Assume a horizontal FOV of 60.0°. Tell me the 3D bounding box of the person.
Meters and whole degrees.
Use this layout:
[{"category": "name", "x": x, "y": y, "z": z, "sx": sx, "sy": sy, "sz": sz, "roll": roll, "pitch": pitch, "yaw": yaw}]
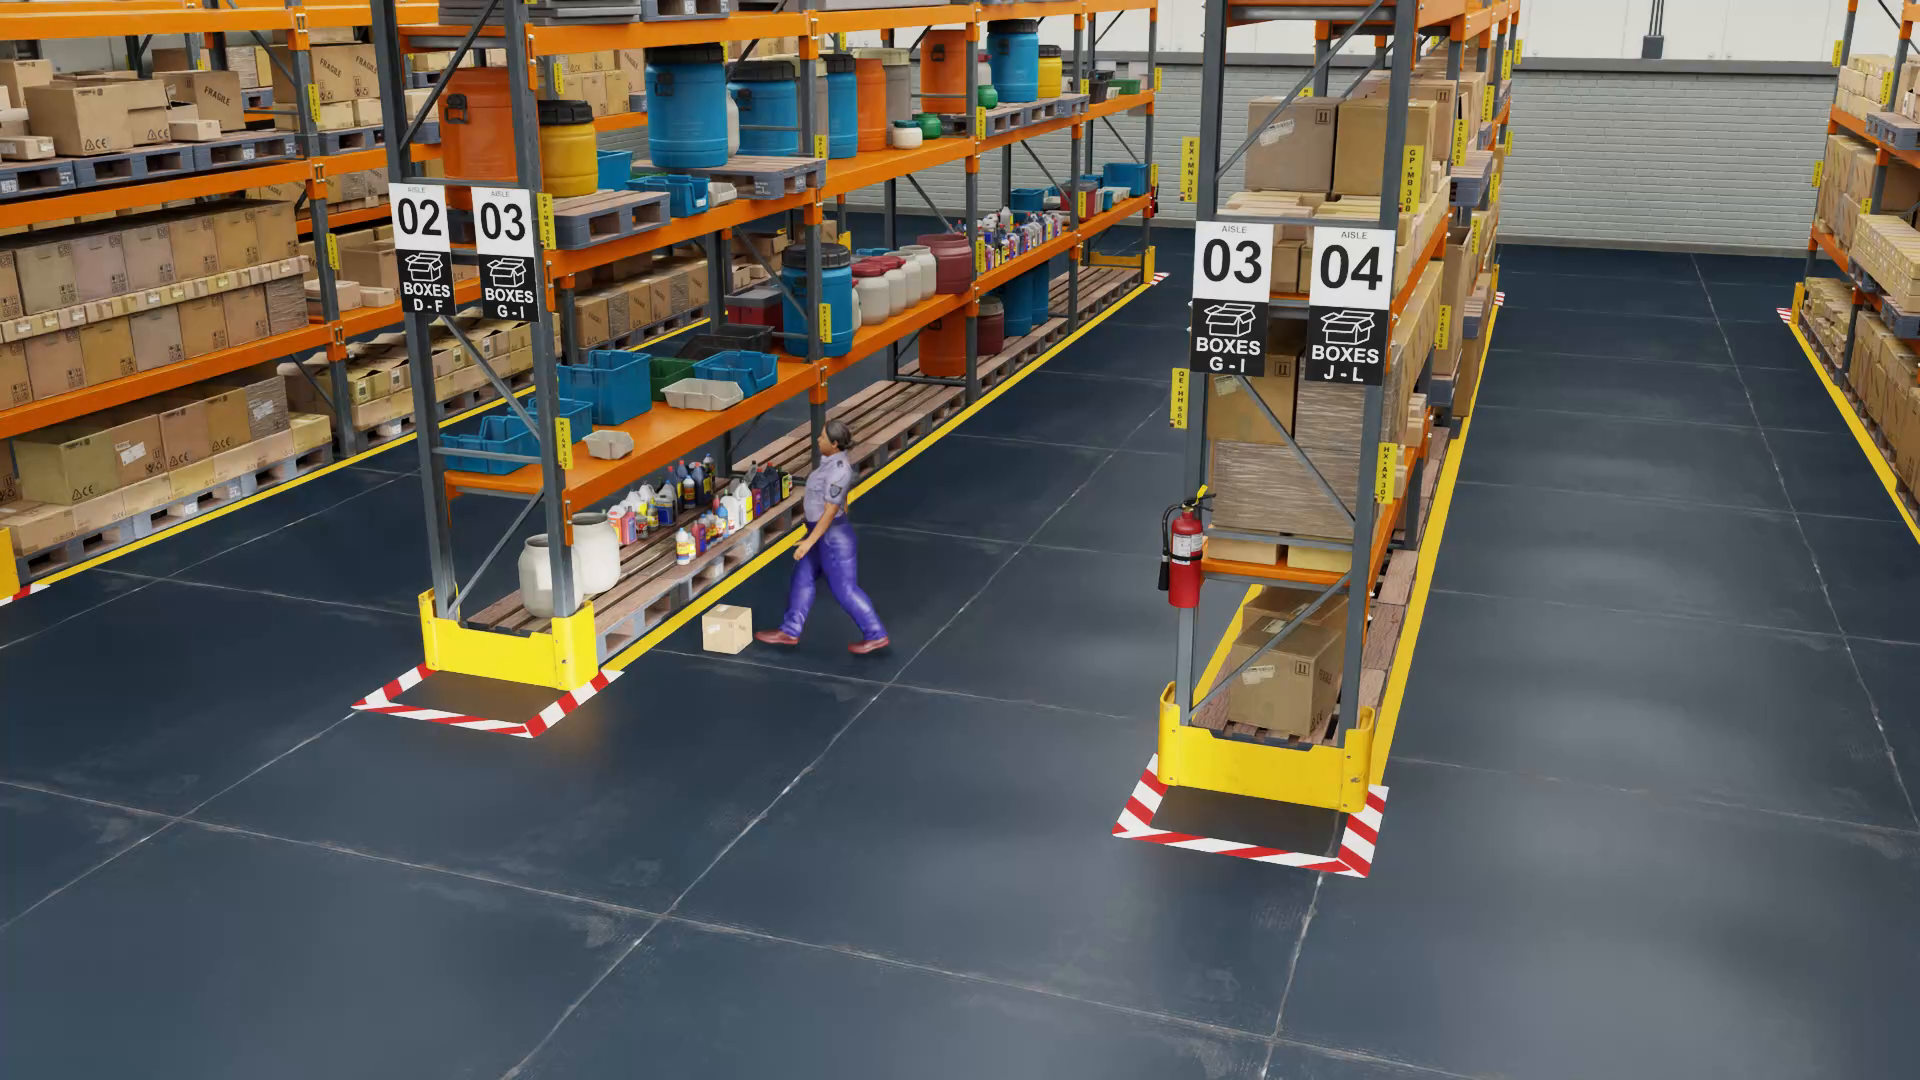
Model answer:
[{"category": "person", "x": -0.942, "y": -0.013, "z": 11.118, "sx": 0.889, "sy": 1.601, "sz": 0.484, "roll": -4, "pitch": 19, "yaw": -11}]
